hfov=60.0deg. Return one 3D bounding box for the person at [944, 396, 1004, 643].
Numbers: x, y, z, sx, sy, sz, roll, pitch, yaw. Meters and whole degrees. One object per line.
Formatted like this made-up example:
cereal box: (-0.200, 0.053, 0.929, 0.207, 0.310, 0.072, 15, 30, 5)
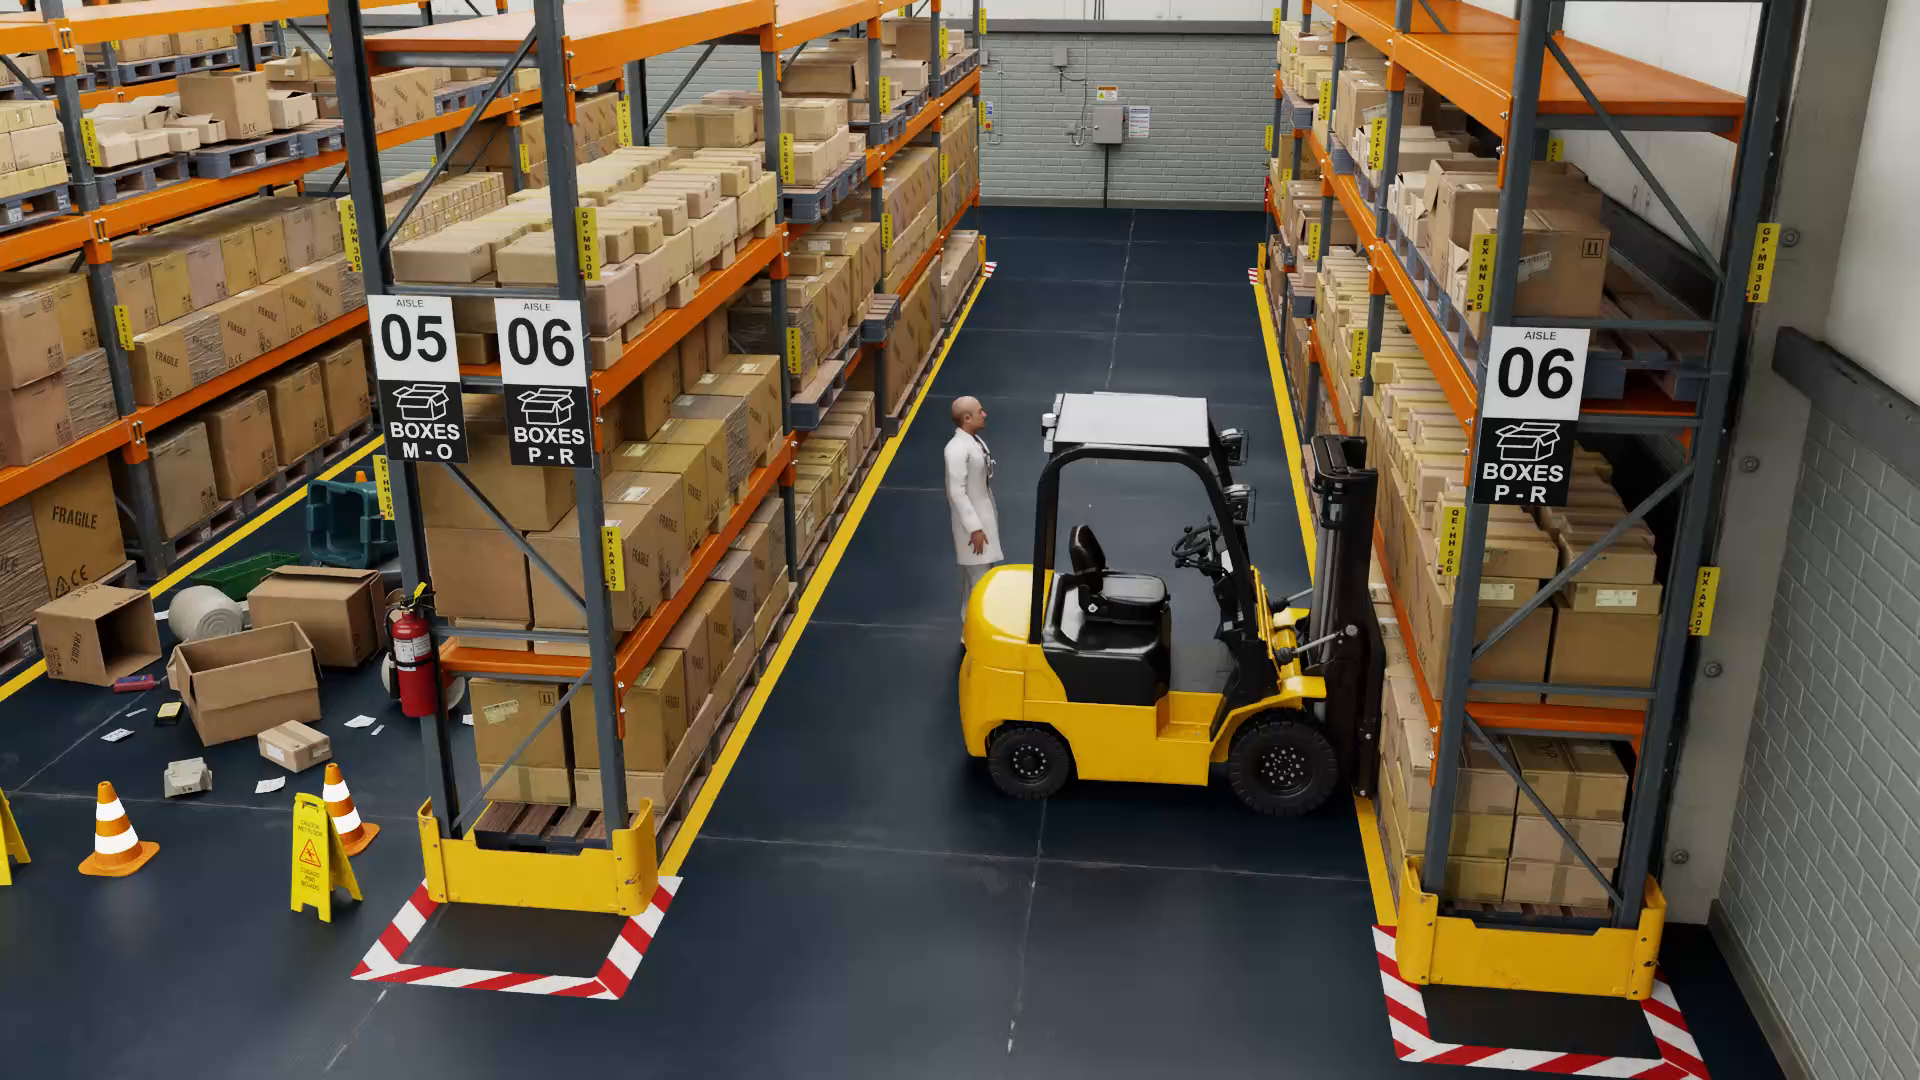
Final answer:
person: (0.197, -0.104, 11.348, 0.578, 1.779, 0.698, 2, 21, 6)
